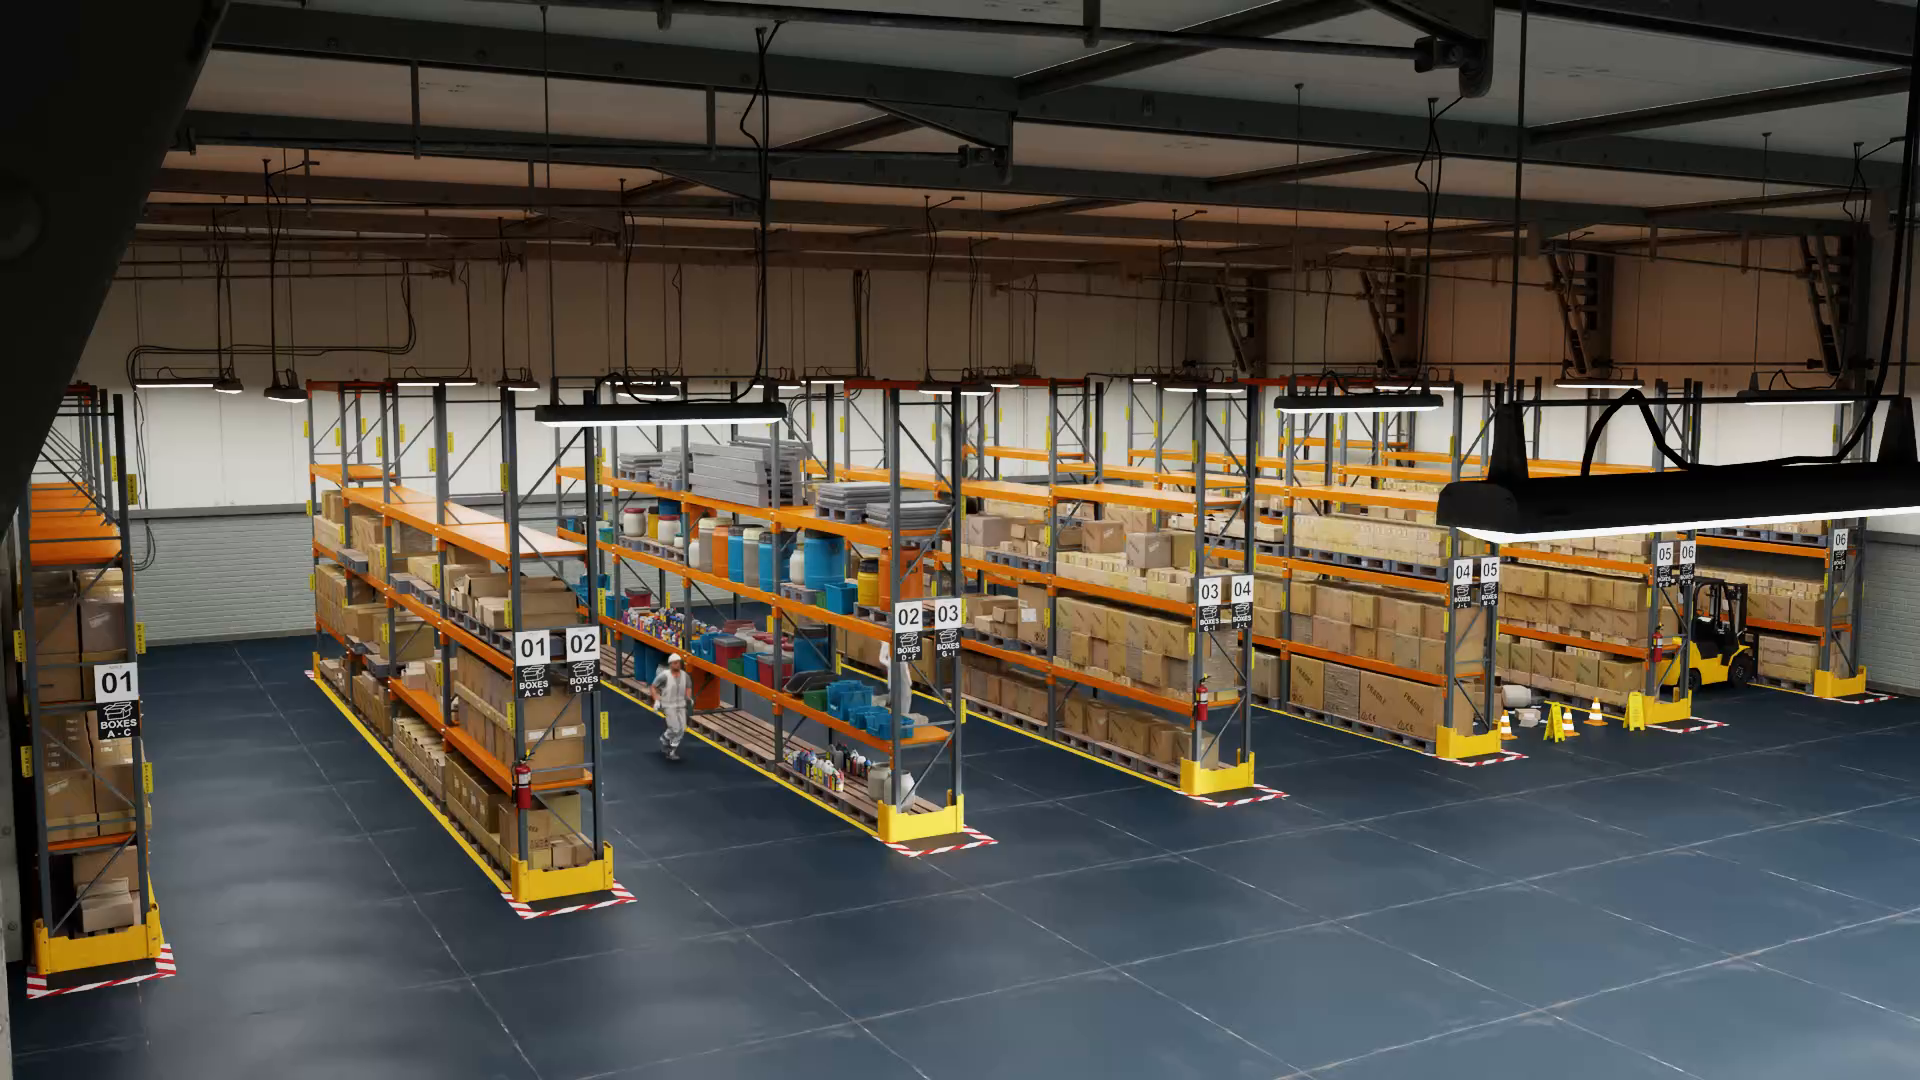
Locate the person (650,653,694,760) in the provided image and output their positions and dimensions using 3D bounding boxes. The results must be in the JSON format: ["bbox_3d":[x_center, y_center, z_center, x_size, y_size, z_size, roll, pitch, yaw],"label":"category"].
[{"bbox_3d":[-4.530,2.662,26.393,0.670,1.732,0.633,-5,8,-39],"label":"person"}]

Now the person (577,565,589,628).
[{"bbox_3d":[-8.639,1.341,38.908,0.662,1.728,0.709,-1,6,-11],"label":"person"}]

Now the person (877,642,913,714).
[{"bbox_3d":[-1.119,2.361,29.204,0.712,1.764,0.918,-5,8,-41],"label":"person"}]
